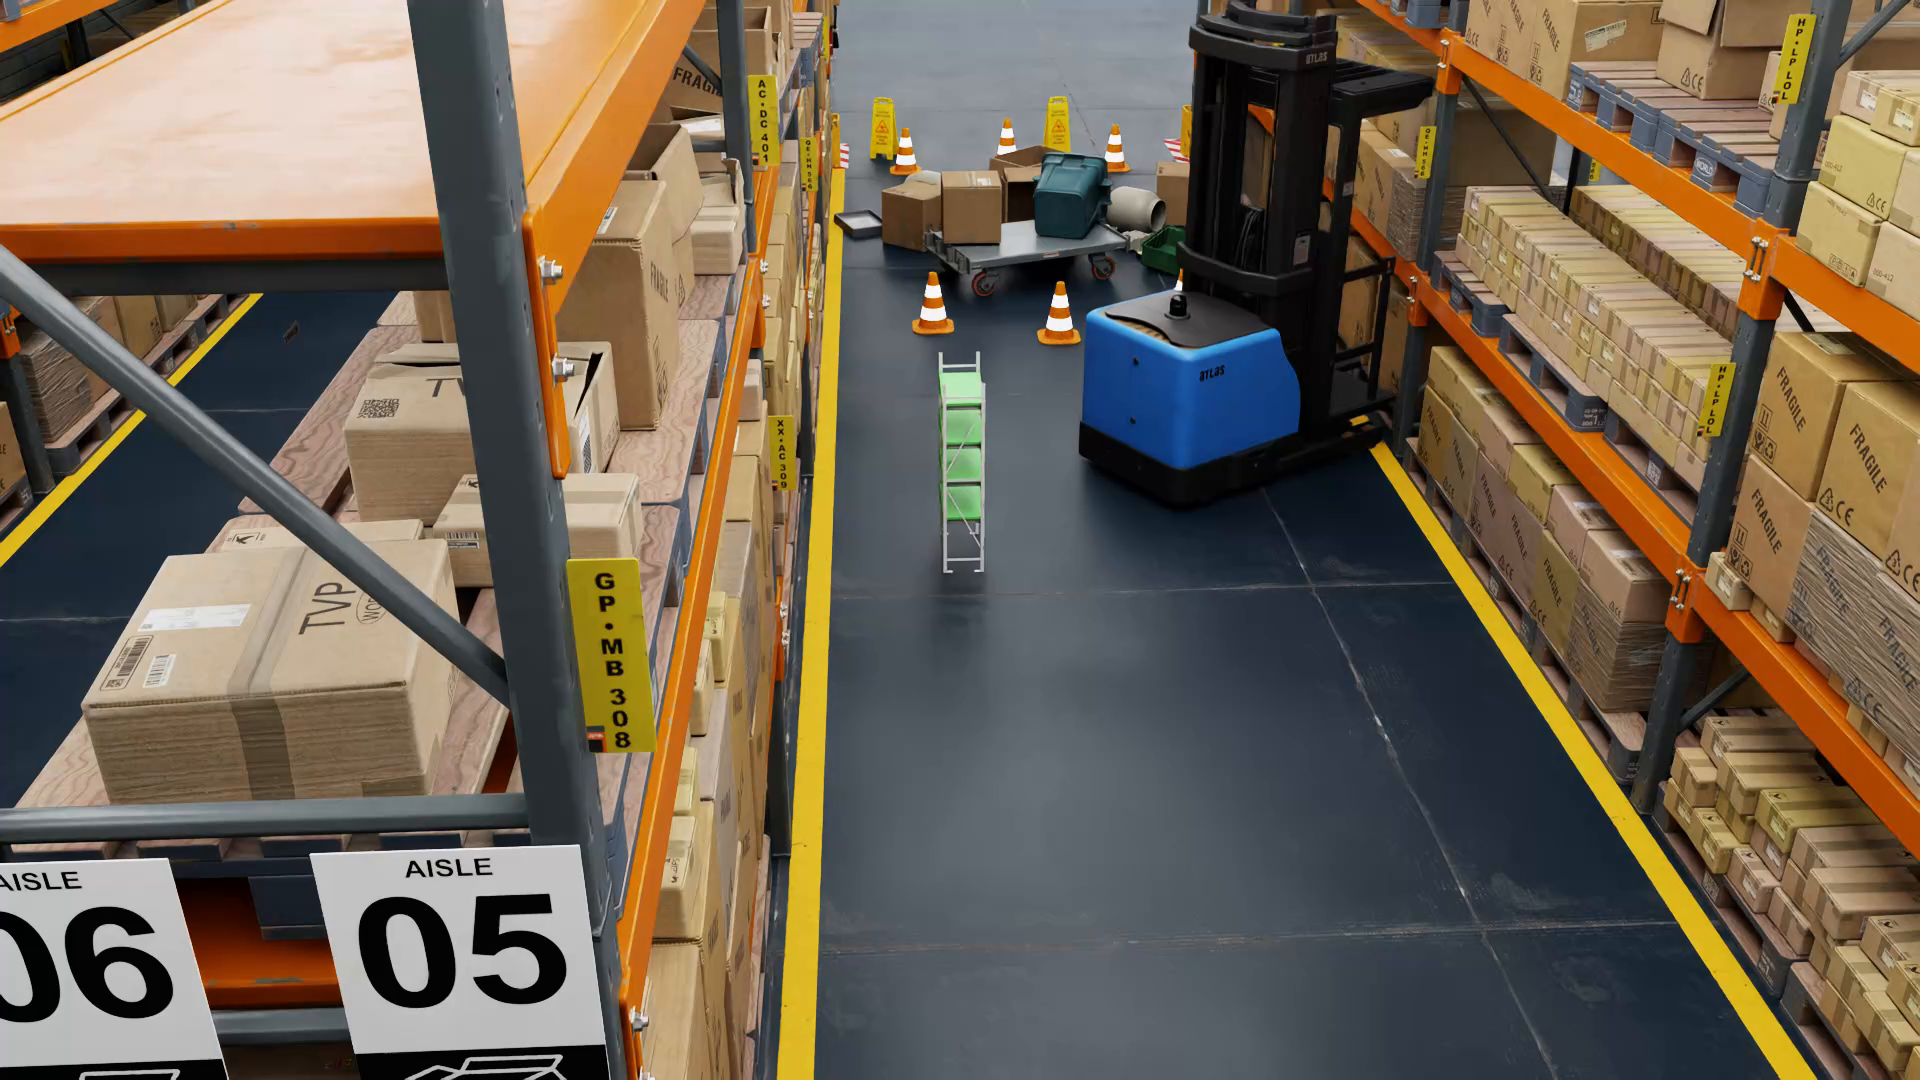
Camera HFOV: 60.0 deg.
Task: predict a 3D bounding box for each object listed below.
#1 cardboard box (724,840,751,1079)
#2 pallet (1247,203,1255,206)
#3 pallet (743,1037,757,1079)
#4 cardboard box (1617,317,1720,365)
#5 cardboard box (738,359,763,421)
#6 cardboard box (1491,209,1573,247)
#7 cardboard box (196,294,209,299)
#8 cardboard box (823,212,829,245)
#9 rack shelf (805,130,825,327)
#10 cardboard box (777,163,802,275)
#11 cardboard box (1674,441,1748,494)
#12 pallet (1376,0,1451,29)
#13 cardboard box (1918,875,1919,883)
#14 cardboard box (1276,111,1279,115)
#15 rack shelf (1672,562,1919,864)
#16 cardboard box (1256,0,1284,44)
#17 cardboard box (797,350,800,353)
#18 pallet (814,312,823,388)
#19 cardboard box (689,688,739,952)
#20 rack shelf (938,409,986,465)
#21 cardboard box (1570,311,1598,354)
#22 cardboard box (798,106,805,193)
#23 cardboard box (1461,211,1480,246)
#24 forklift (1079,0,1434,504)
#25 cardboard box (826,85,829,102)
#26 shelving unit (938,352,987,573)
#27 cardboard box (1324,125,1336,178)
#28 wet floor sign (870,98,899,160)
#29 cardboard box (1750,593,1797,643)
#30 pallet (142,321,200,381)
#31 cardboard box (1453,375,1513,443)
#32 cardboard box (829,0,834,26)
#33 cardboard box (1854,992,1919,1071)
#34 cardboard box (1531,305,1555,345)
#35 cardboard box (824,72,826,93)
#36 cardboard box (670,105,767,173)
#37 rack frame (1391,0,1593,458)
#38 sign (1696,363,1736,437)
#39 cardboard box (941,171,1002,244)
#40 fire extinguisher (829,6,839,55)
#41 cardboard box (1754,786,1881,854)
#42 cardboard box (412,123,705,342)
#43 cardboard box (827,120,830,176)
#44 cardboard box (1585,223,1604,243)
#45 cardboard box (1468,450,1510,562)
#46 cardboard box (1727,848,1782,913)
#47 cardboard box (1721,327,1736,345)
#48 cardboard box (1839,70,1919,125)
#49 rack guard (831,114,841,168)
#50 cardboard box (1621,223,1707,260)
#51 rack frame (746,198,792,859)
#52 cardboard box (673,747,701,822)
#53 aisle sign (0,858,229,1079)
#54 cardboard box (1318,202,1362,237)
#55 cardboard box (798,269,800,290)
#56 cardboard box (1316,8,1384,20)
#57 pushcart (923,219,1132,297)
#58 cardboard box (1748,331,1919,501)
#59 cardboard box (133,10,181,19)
[{"bbox_3d":[-0.857,1.193,4.610,0.500,0.500,0.500,-2,28,-3],"label":"cardboard box"},{"bbox_3d":[3.294,-2.890,15.563,1.003,0.211,1.213,-1,28,-3],"label":"pallet"},{"bbox_3d":[-1.237,2.242,5.724,1.003,0.211,1.213,-1,28,-3],"label":"pallet"},{"bbox_3d":[3.417,-0.963,8.026,0.380,0.149,0.250,-1,28,-3],"label":"cardboard box"},{"bbox_3d":[-0.931,-0.553,6.176,0.380,0.149,0.250,-2,28,-4],"label":"cardboard box"},{"bbox_3d":[3.320,-1.809,9.649,0.380,0.149,0.250,-2,28,-3],"label":"cardboard box"},{"bbox_3d":[-6.601,-2.378,13.680,0.875,0.625,0.625,0,28,0],"label":"cardboard box"},{"bbox_3d":[-1.444,-2.853,14.996,0.500,0.250,0.500,-3,28,-5],"label":"cardboard box"},{"bbox_3d":[-1.578,-2.364,12.318,1.077,0.370,4.000,-1,28,-3],"label":"rack shelf"},{"bbox_3d":[-1.151,-1.778,9.227,0.500,0.500,0.500,-1,28,-2],"label":"cardboard box"},{"bbox_3d":[3.455,-0.332,7.461,0.380,0.149,0.250,-2,28,-4],"label":"cardboard box"},{"bbox_3d":[3.378,-3.468,10.617,1.213,0.211,1.003,0,28,0],"label":"pallet"},{"bbox_3d":[3.960,1.247,6.601,0.380,0.149,0.250,-1,28,-1],"label":"cardboard box"},{"bbox_3d":[3.224,-4.010,14.532,0.875,0.550,0.550,-1,28,-3],"label":"cardboard box"},{"bbox_3d":[3.778,1.164,5.553,1.077,0.370,4.000,-1,28,-3],"label":"rack shelf"},{"bbox_3d":[3.126,-4.741,14.766,0.875,0.550,0.550,-1,28,-3],"label":"cardboard box"},{"bbox_3d":[-1.135,-0.998,9.081,0.500,0.250,0.500,-2,28,-3],"label":"cardboard box"},{"bbox_3d":[-1.574,-1.446,12.795,1.003,0.211,1.213,-1,28,-3],"label":"pallet"},{"bbox_3d":[-0.865,0.742,4.393,0.500,0.500,0.500,-2,28,-3],"label":"cardboard box"},{"bbox_3d":[0.009,-0.612,9.745,0.258,0.148,0.480,-1,28,-3],"label":"rack shelf"},{"bbox_3d":[3.383,-1.073,8.560,0.380,0.149,0.250,-1,28,-2],"label":"cardboard box"},{"bbox_3d":[-1.300,-2.576,11.062,0.500,0.500,0.500,0,28,0],"label":"cardboard box"},{"bbox_3d":[3.289,-1.905,10.154,0.380,0.149,0.250,0,28,0],"label":"cardboard box"},{"bbox_3d":[2.293,-2.051,11.014,3.031,2.935,1.130,-19,33,-31],"label":"forklift"},{"bbox_3d":[-1.493,-4.394,16.437,0.380,0.149,0.250,-1,28,-2],"label":"cardboard box"},{"bbox_3d":[0.009,-0.456,9.826,0.258,1.200,0.503,-1,28,-3],"label":"shelving unit"},{"bbox_3d":[3.065,-3.104,12.850,0.500,0.500,0.500,-2,28,-3],"label":"cardboard box"},{"bbox_3d":[-0.833,-4.524,18.226,0.267,0.644,0.232,8,29,15],"label":"wet floor sign"},{"bbox_3d":[3.449,0.289,6.724,0.380,0.149,0.250,-1,28,-1],"label":"cardboard box"},{"bbox_3d":[-6.495,-1.345,12.601,1.003,0.211,1.213,-1,28,-3],"label":"pallet"},{"bbox_3d":[3.285,-0.778,9.936,0.500,0.250,0.500,-2,28,-3],"label":"cardboard box"},{"bbox_3d":[-1.493,-4.904,14.898,0.700,0.500,0.500,-2,28,-4],"label":"cardboard box"},{"bbox_3d":[3.464,1.753,5.951,0.380,0.149,0.250,-1,28,-2],"label":"cardboard box"},{"bbox_3d":[3.357,-1.177,9.081,0.380,0.149,0.250,-1,28,-2],"label":"cardboard box"},{"bbox_3d":[-1.436,-4.240,15.407,0.380,0.149,0.250,-1,28,-2],"label":"cardboard box"},{"bbox_3d":[-0.942,-1.609,6.538,0.396,0.266,0.258,-2,28,-3],"label":"cardboard box"},{"bbox_3d":[3.464,-1.926,10.699,1.000,3.000,0.127,-1,28,-3],"label":"rack frame"},{"bbox_3d":[3.119,-0.577,6.861,0.100,0.325,0.005,-1,28,-3],"label":"sign"},{"bbox_3d":[0.093,-2.891,14.434,0.500,0.500,0.500,-1,28,-3],"label":"cardboard box"},{"bbox_3d":[-1.437,-5.484,17.605,0.296,0.674,0.183,-1,28,-3],"label":"fire extinguisher"},{"bbox_3d":[3.502,1.144,6.799,0.380,0.149,0.250,-2,28,-3],"label":"cardboard box"},{"bbox_3d":[-1.162,-0.897,4.808,0.797,0.503,0.637,1,28,1],"label":"cardboard box"},{"bbox_3d":[-1.509,-3.672,15.755,0.500,0.500,0.500,0,28,0],"label":"cardboard box"},{"bbox_3d":[3.960,-1.792,9.939,0.380,0.149,0.250,0,28,-1],"label":"cardboard box"},{"bbox_3d":[3.308,-0.202,9.643,0.500,0.500,0.500,-2,28,-4],"label":"cardboard box"},{"bbox_3d":[3.450,1.411,6.929,0.380,0.149,0.250,-2,28,-3],"label":"cardboard box"},{"bbox_3d":[4.052,-0.962,8.346,0.380,0.149,0.250,0,28,-1],"label":"cardboard box"},{"bbox_3d":[3.446,-1.600,6.022,0.380,0.149,0.250,-2,28,-4],"label":"cardboard box"},{"bbox_3d":[-1.887,-4.311,17.975,1.175,0.500,0.348,-1,28,-3],"label":"rack guard"},{"bbox_3d":[3.990,-1.689,9.419,0.380,0.149,0.250,-1,28,-1],"label":"cardboard box"},{"bbox_3d":[-1.265,0.087,6.839,1.000,3.000,0.127,-1,28,-3],"label":"rack frame"},{"bbox_3d":[-0.814,0.626,3.916,0.380,0.149,0.250,-2,28,-4],"label":"cardboard box"},{"bbox_3d":[-1.362,0.823,2.618,0.394,0.787,0.004,-1,28,-3],"label":"aisle sign"},{"bbox_3d":[3.424,-2.232,13.264,1.050,0.750,0.750,-1,28,-3],"label":"cardboard box"},{"bbox_3d":[-1.164,-1.461,9.429,0.500,0.250,0.500,-2,28,-4],"label":"cardboard box"},{"bbox_3d":[3.287,-4.032,13.547,0.700,0.500,0.500,-2,28,-4],"label":"cardboard box"},{"bbox_3d":[0.592,-2.523,14.678,1.648,0.377,0.936,-11,30,-20],"label":"pushcart"},{"bbox_3d":[3.453,-0.484,6.423,0.500,0.500,0.500,-1,28,-1],"label":"cardboard box"},{"bbox_3d":[-7.026,-4.563,14.623,0.380,0.149,0.250,-2,28,-3],"label":"cardboard box"}]
